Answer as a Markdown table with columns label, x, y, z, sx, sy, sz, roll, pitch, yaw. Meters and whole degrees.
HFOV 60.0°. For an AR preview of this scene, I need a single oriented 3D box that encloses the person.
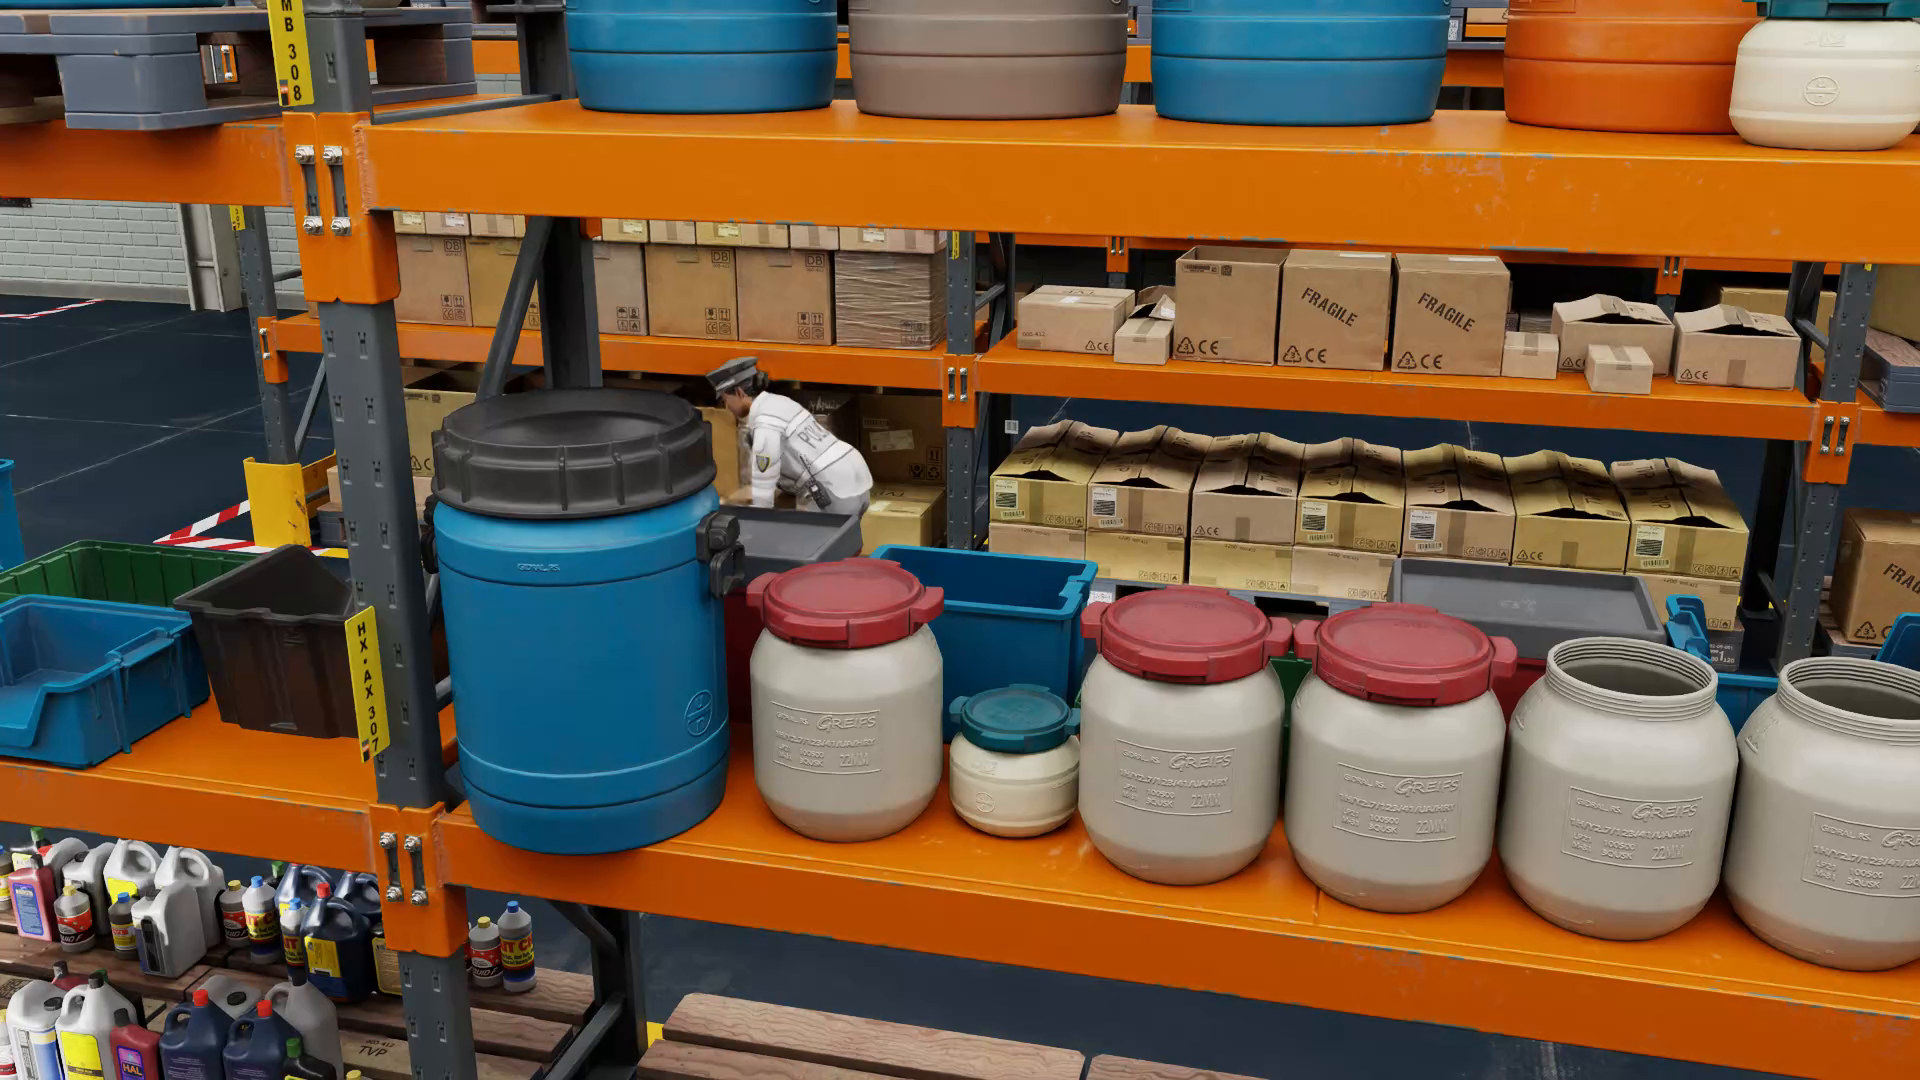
| label | x | y | z | sx | sy | sz | roll | pitch | yaw |
| --- | --- | --- | --- | --- | --- | --- | --- | --- | --- |
| person | -0.668 | -0.202 | 7.634 | 0.547 | 1.689 | 0.459 | 5 | 19 | 16 |
